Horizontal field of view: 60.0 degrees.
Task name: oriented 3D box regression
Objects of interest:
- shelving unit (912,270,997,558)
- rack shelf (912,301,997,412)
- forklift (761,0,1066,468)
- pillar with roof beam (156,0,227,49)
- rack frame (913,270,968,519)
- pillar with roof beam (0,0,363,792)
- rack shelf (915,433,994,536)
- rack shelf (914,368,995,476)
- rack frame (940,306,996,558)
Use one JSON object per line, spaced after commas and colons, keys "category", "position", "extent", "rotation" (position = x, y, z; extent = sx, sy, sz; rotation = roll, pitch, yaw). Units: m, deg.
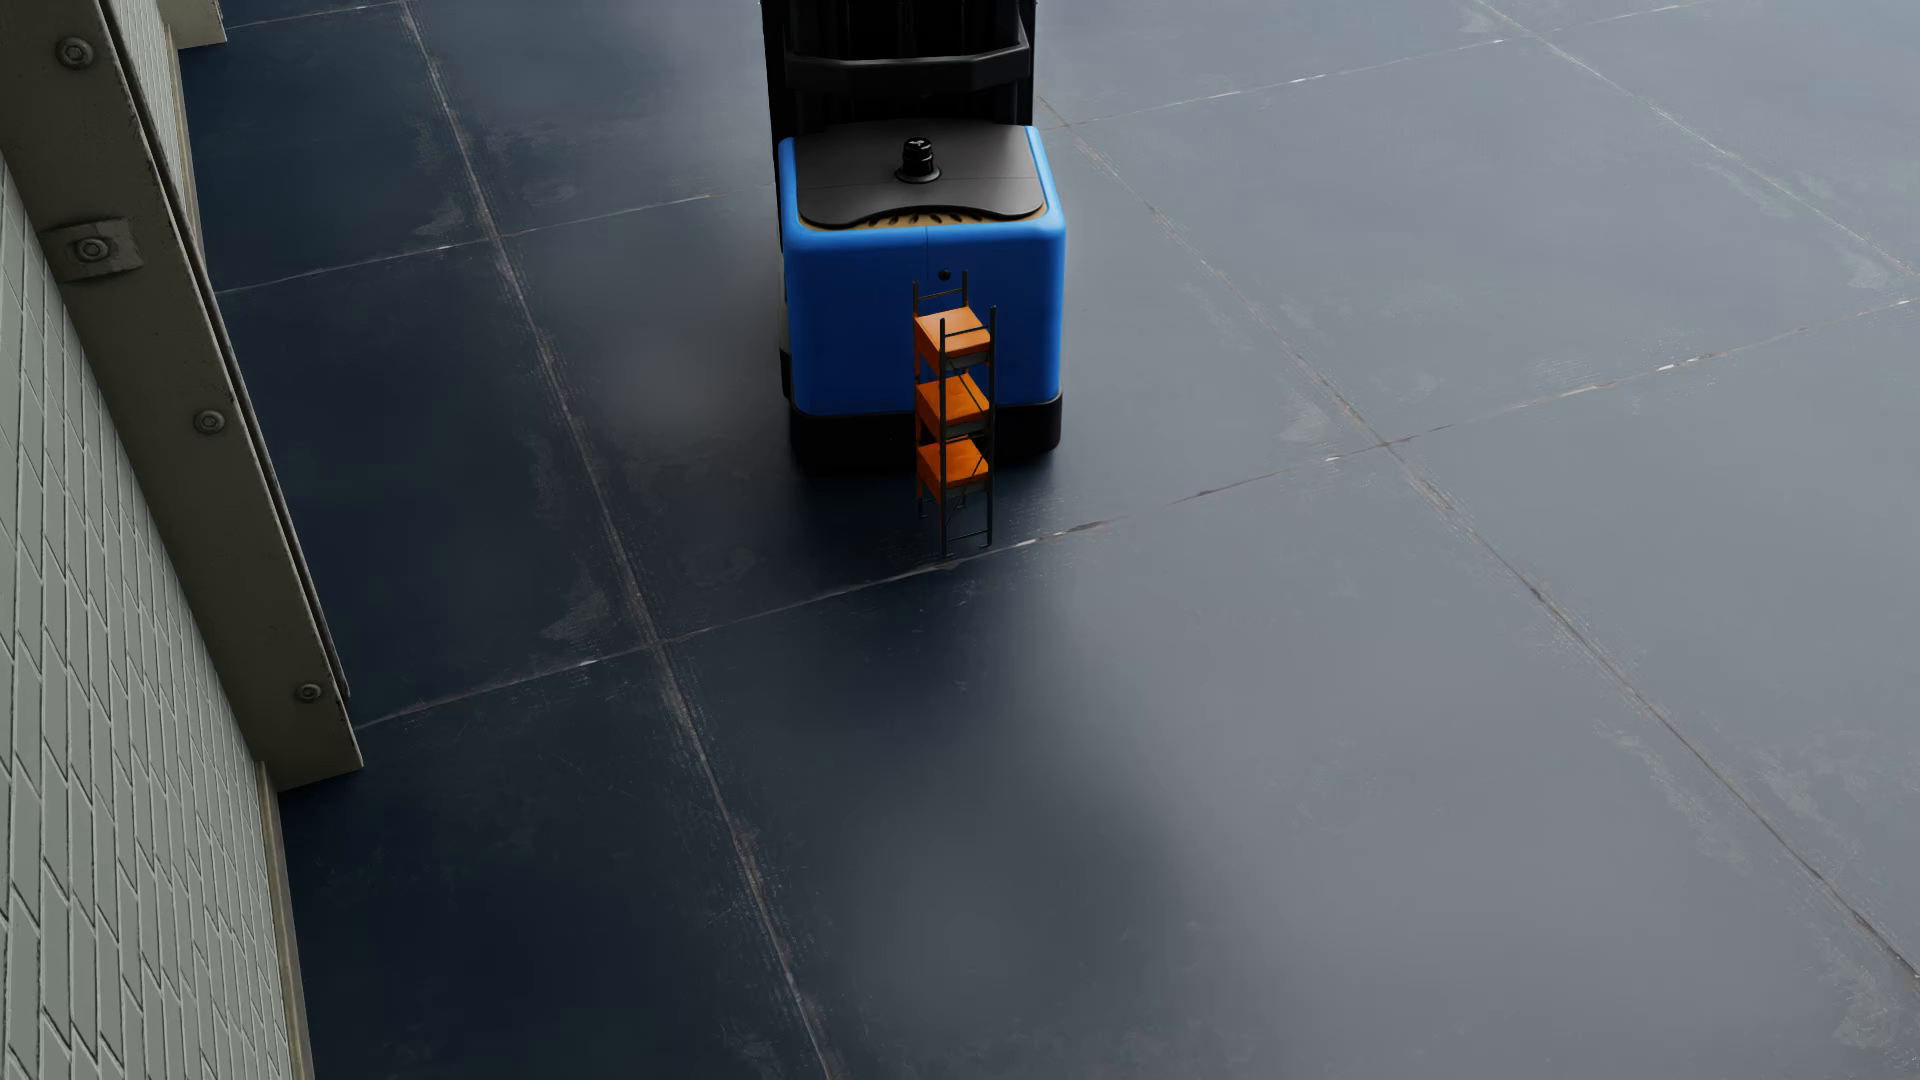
{"category": "shelving unit", "position": [-0.020, -0.430, 5.945], "extent": [0.215, 1.050, 0.252], "rotation": [-15, 43, -17]}
{"category": "rack shelf", "position": [-0.020, -0.637, 5.767], "extent": [0.215, 0.259, 0.240], "rotation": [-15, 43, -17]}
{"category": "forklift", "position": [-0.269, -2.347, 6.731], "extent": [1.130, 2.935, 3.031], "rotation": [-4, 41, -5]}
{"category": "pillar with roof beam", "position": [-0.471, -7.443, 8.004], "extent": [9.100, 9.000, 0.400], "rotation": [-15, 43, -17]}
{"category": "rack frame", "position": [-0.067, -0.504, 6.031], "extent": [0.200, 1.050, 0.008], "rotation": [-15, 43, -17]}
{"category": "pillar with roof beam", "position": [1.825, -3.829, 3.800], "extent": [9.100, 9.000, 0.400], "rotation": [-15, 43, -17]}
{"category": "rack shelf", "position": [-0.020, -0.212, 6.133], "extent": [0.215, 0.259, 0.240], "rotation": [-15, 43, -17]}
{"category": "rack shelf", "position": [-0.020, -0.422, 5.952], "extent": [0.215, 0.259, 0.240], "rotation": [-15, 43, -17]}
{"category": "rack frame", "position": [0.026, -0.357, 5.860], "extent": [0.200, 1.050, 0.008], "rotation": [-15, 43, -17]}
